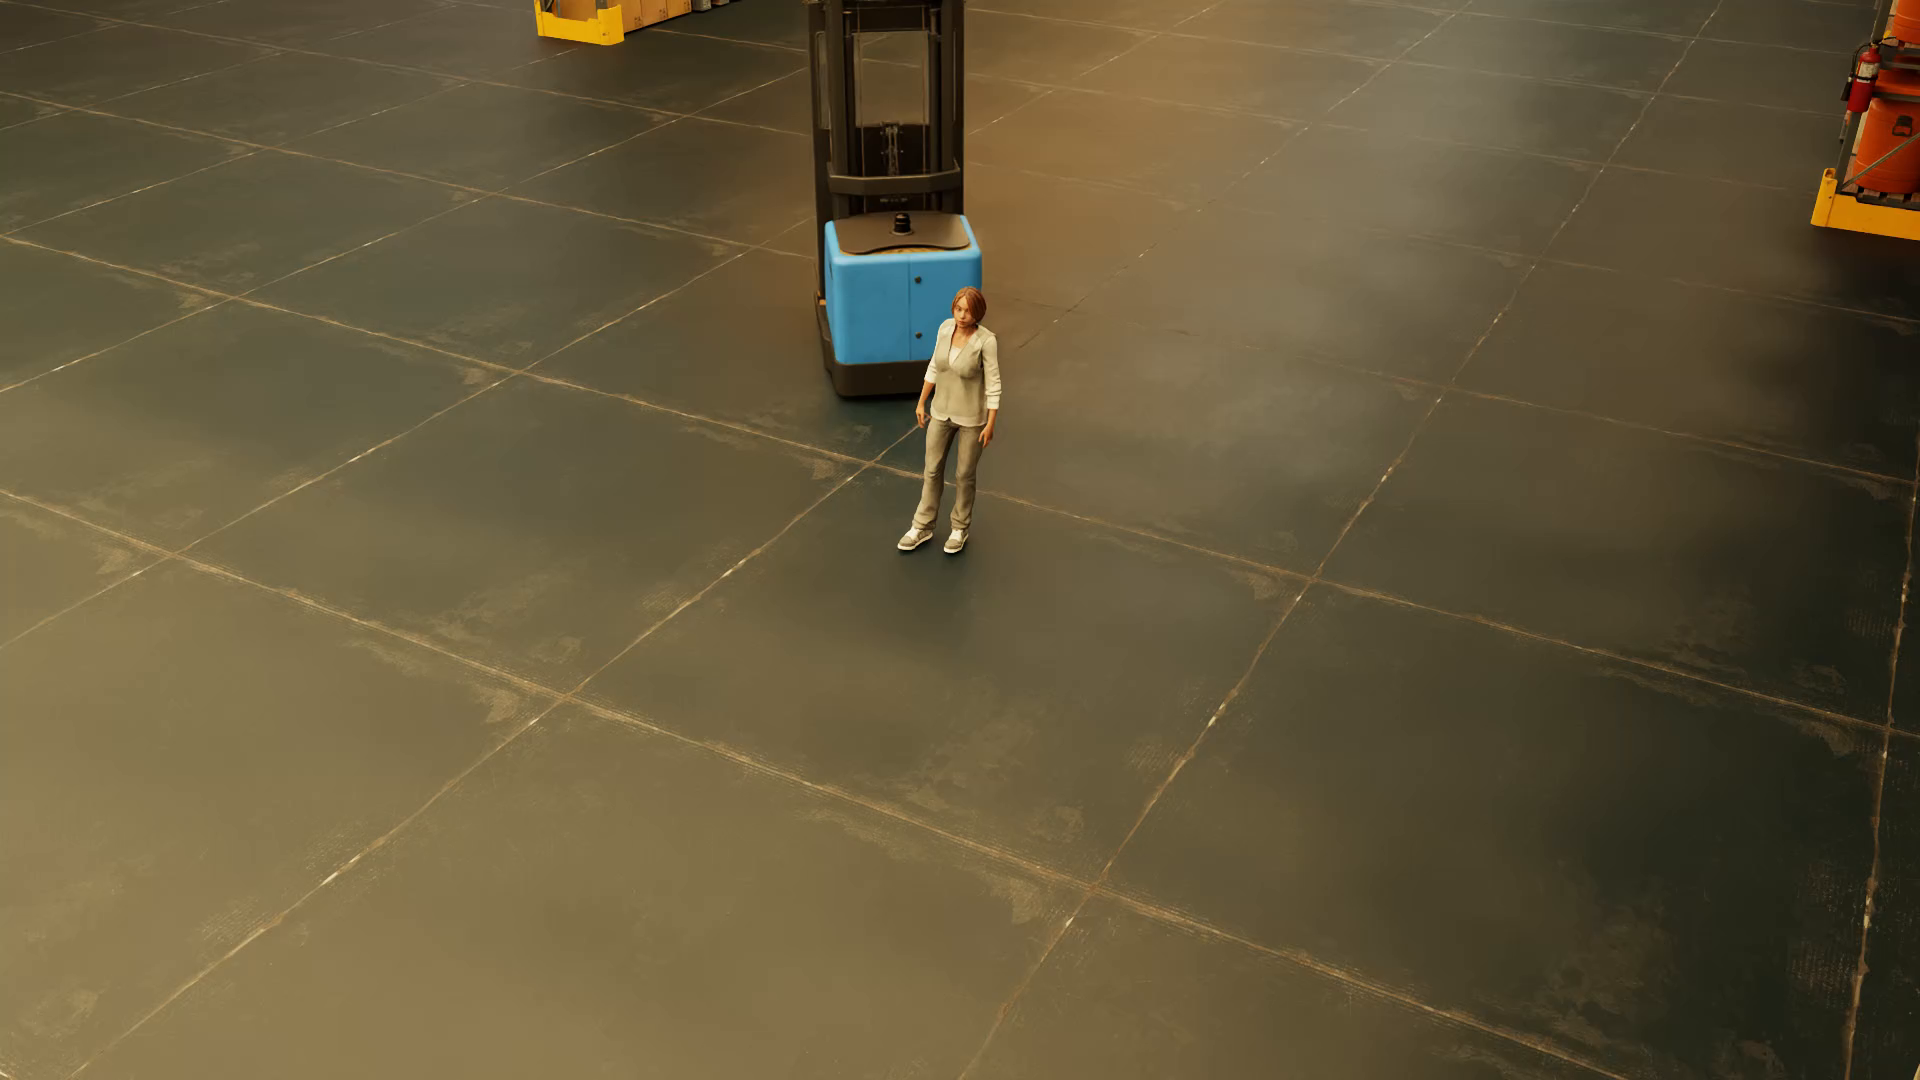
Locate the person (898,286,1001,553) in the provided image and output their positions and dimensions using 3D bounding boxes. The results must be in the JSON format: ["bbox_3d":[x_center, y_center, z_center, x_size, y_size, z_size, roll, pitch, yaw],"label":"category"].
[{"bbox_3d":[-0.049,-0.666,9.551,0.520,1.592,0.473,15,33,25],"label":"person"}]

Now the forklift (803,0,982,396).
[{"bbox_3d":[-0.553,-2.987,12.247,1.130,2.935,3.031,-4,30,-7],"label":"forklift"}]
